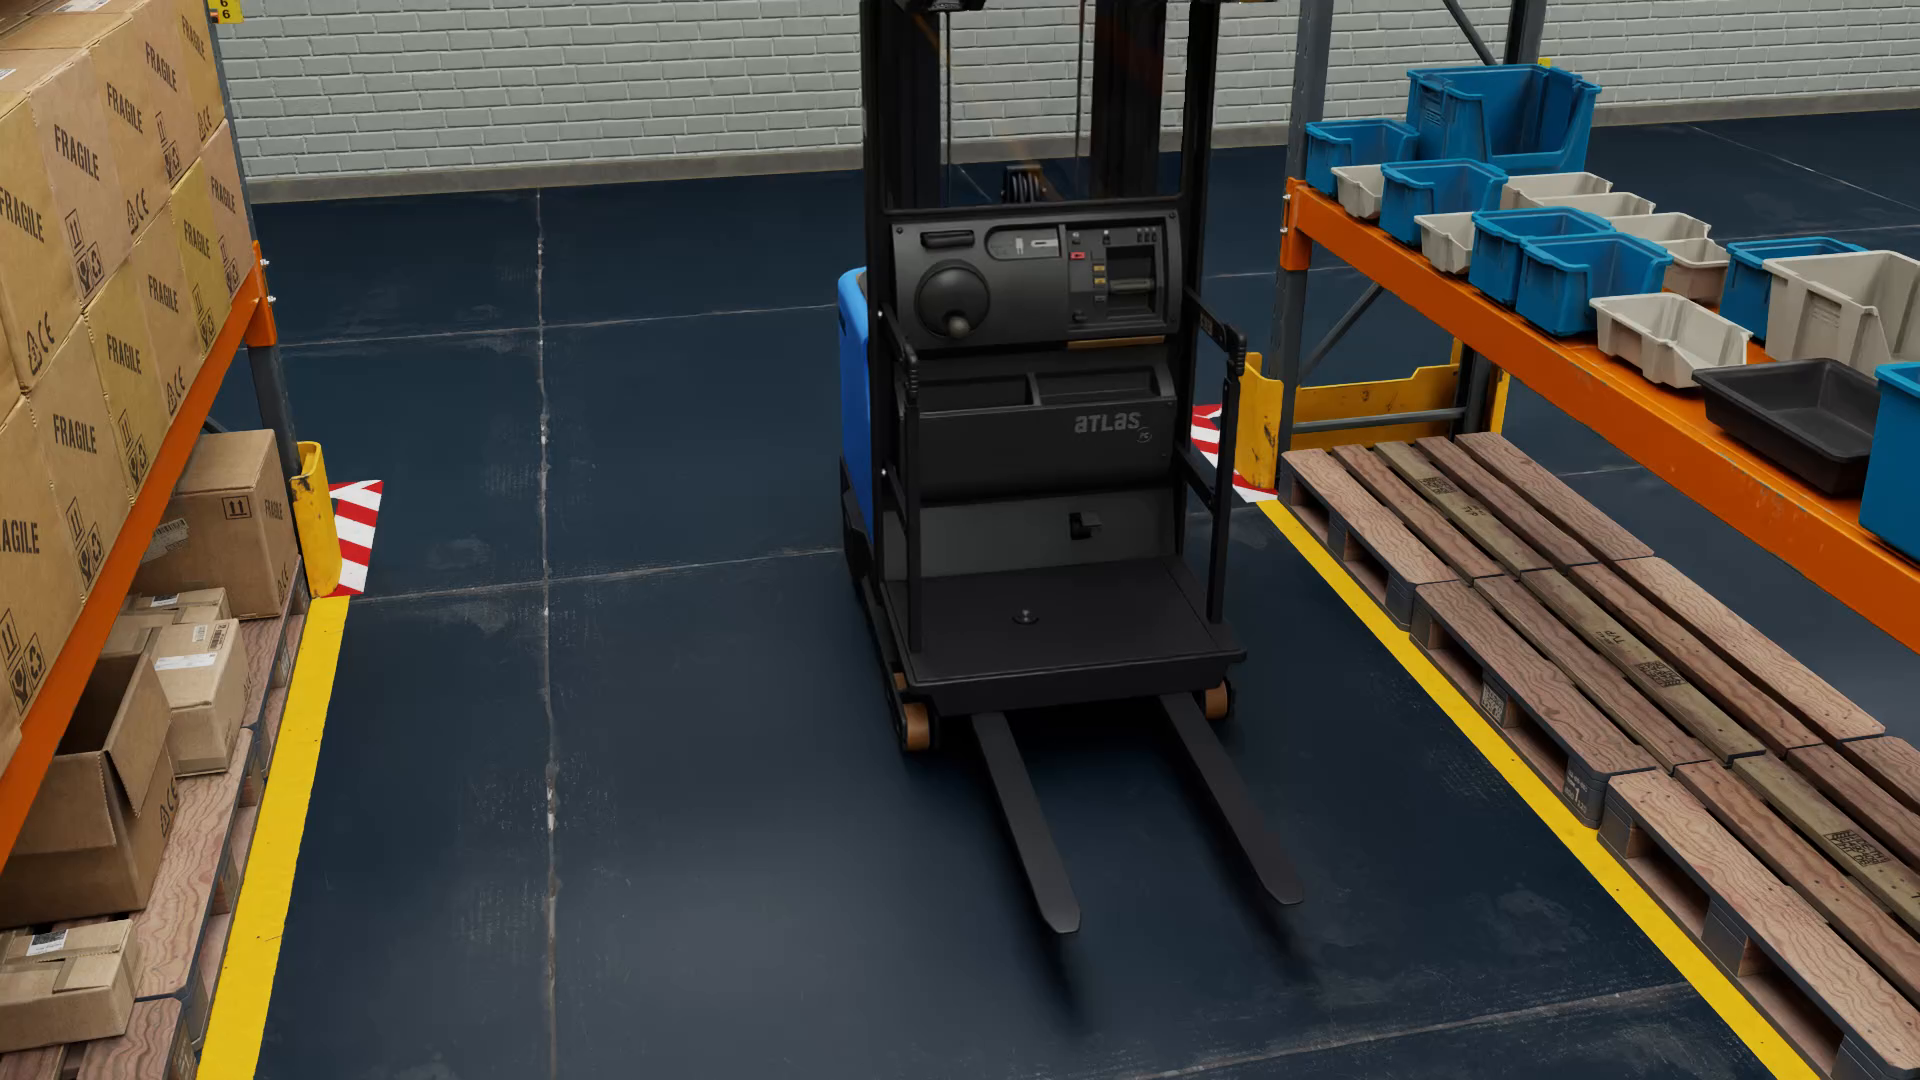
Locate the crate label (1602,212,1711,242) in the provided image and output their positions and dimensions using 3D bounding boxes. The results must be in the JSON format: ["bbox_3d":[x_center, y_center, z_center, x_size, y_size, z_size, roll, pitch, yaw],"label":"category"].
[{"bbox_3d":[2.321,-0.998,5.624,0.396,0.136,0.243,-6,27,-12],"label":"crate label"}]

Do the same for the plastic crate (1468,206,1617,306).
[{"bbox_3d":[1.855,-0.909,5.342,0.416,0.233,0.300,-6,27,-12],"label":"plastic crate"}]

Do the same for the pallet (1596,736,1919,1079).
[{"bbox_3d":[2.521,1.005,4.525,1.003,0.211,1.213,-6,27,-12],"label":"pallet"}]

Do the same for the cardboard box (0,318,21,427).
[{"bbox_3d":[-2.051,-0.373,2.939,0.500,0.500,0.500,-7,28,-13],"label":"cardboard box"}]

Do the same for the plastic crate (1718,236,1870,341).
[{"bbox_3d":[2.536,-0.754,5.033,0.416,0.233,0.300,-6,27,-12],"label":"plastic crate"}]

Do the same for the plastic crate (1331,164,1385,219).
[{"bbox_3d":[1.550,-1.295,6.213,0.250,0.136,0.298,-6,27,-12],"label":"plastic crate"}]

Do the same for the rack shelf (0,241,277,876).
[{"bbox_3d":[-2.553,0.023,4.173,1.077,0.370,4.000,-6,27,-12],"label":"rack shelf"}]

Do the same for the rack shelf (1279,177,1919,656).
[{"bbox_3d":[2.274,-0.478,5.166,1.077,0.370,4.000,-6,27,-12],"label":"rack shelf"}]

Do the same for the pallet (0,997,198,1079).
[{"bbox_3d":[-2.256,1.524,3.497,1.003,0.211,1.213,-6,27,-12],"label":"pallet"}]

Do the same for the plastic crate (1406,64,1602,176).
[{"bbox_3d":[2.081,-1.592,6.469,0.616,0.435,0.499,-6,27,-12],"label":"plastic crate"}]

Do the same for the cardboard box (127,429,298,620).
[{"bbox_3d":[-2.641,-0.043,5.791,0.500,0.500,0.500,-6,27,-12],"label":"cardboard box"}]

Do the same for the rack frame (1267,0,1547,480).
[{"bbox_3d":[1.823,-1.677,6.744,1.000,3.000,0.127,-6,27,-12],"label":"rack frame"}]

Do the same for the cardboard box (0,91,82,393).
[{"bbox_3d":[-2.166,-0.598,3.386,0.500,0.500,0.500,-7,28,-13],"label":"cardboard box"}]

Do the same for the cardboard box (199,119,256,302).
[{"bbox_3d":[-2.637,-1.051,5.393,0.500,0.500,0.500,-5,27,-10],"label":"cardboard box"}]

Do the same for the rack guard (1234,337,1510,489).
[{"bbox_3d":[1.805,-0.570,7.325,1.175,0.500,0.348,-6,27,-12],"label":"rack guard"}]

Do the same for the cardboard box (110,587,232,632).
[{"bbox_3d":[-2.637,0.293,5.496,0.380,0.166,0.250,-6,27,-12],"label":"cardboard box"}]

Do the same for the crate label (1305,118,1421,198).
[{"bbox_3d":[1.558,-1.487,6.487,0.416,0.233,0.303,-6,27,-12],"label":"crate label"}]

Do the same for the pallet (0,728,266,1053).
[{"bbox_3d":[-2.534,0.987,4.560,1.003,0.211,1.213,-6,27,-12],"label":"pallet"}]

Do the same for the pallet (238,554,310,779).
[{"bbox_3d":[-2.806,0.453,5.620,1.003,0.211,1.213,-6,27,-12],"label":"pallet"}]

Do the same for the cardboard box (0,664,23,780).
[{"bbox_3d":[-1.951,0.284,2.747,0.500,0.500,0.500,-5,27,-10],"label":"cardboard box"}]

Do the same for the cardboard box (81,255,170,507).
[{"bbox_3d":[-2.296,-0.383,4.069,0.500,0.500,0.500,-6,27,-12],"label":"cardboard box"}]

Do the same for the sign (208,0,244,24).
[{"bbox_3d":[-2.458,-1.881,5.513,0.100,0.325,0.005,-6,27,-12],"label":"sign"}]

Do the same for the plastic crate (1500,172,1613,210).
[{"bbox_3d":[2.184,-1.247,6.117,0.396,0.136,0.243,-6,27,-12],"label":"plastic crate"}]

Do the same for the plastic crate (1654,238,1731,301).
[{"bbox_3d":[2.406,-0.870,5.371,0.298,0.136,0.250,-6,27,-12],"label":"plastic crate"}]

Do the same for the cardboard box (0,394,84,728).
[{"bbox_3d":[-2.070,0.060,3.192,0.500,0.500,0.500,-5,27,-11],"label":"cardboard box"}]

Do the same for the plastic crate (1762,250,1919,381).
[{"bbox_3d":[2.560,-0.584,4.643,0.437,0.282,0.530,-6,27,-12],"label":"plastic crate"}]

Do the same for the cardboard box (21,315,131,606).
[{"bbox_3d":[-2.180,-0.160,3.627,0.500,0.500,0.500,-6,27,-12],"label":"cardboard box"}]

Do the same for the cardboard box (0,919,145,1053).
[{"bbox_3d":[-2.190,1.064,3.970,0.380,0.166,0.250,-6,27,-12],"label":"cardboard box"}]

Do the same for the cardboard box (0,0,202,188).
[{"bbox_3d":[-2.520,-1.278,4.732,0.500,0.500,0.500,-5,27,-10],"label":"cardboard box"}]

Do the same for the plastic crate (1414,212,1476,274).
[{"bbox_3d":[1.703,-0.997,5.623,0.250,0.136,0.298,-6,27,-12],"label":"plastic crate"}]

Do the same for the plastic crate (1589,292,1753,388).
[{"bbox_3d":[2.040,-0.564,4.765,0.293,0.136,0.466,-6,27,-12],"label":"plastic crate"}]

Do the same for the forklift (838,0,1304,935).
[{"bbox_3d":[0.292,-0.800,5.082,1.130,2.935,3.031,-5,27,-10],"label":"forklift"}]

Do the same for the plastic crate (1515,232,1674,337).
[{"bbox_3d":[1.923,-0.778,5.081,0.416,0.233,0.300,-6,27,-12],"label":"plastic crate"}]

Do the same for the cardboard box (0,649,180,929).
[{"bbox_3d":[-2.530,0.674,4.368,0.797,0.503,0.637,-6,27,-12],"label":"cardboard box"}]

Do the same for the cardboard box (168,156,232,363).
[{"bbox_3d":[-2.517,-0.824,4.943,0.500,0.500,0.500,-6,27,-11],"label":"cardboard box"}]

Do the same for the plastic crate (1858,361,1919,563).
[{"bbox_3d":[2.287,-0.111,3.592,0.392,0.384,0.575,-6,27,-12],"label":"plastic crate"}]

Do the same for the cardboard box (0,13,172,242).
[{"bbox_3d":[-2.399,-1.050,4.282,0.500,0.500,0.500,-5,27,-10],"label":"cardboard box"}]

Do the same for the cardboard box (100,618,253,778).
[{"bbox_3d":[-2.456,0.489,5.015,0.500,0.250,0.500,-6,27,-12],"label":"cardboard box"}]

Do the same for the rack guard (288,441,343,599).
[{"bbox_3d":[-2.986,-0.026,6.248,1.175,0.500,0.348,-6,27,-12],"label":"rack guard"}]

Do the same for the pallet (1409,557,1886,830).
[{"bbox_3d":[2.243,0.468,5.588,1.003,0.211,1.213,-6,27,-12],"label":"pallet"}]

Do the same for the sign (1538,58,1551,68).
[{"bbox_3d":[2.356,-1.813,6.832,0.100,0.325,0.005,-6,27,-12],"label":"sign"}]

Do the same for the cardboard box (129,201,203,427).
[{"bbox_3d":[-2.410,-0.604,4.508,0.500,0.500,0.500,-6,27,-11],"label":"cardboard box"}]

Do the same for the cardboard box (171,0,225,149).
[{"bbox_3d":[-2.635,-1.499,5.171,0.500,0.500,0.500,-6,27,-12],"label":"cardboard box"}]

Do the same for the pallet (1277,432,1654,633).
[{"bbox_3d":[1.971,-0.066,6.647,1.003,0.211,1.213,-6,27,-12],"label":"pallet"}]

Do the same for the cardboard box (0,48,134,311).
[{"bbox_3d":[-2.283,-0.825,3.835,0.500,0.500,0.500,-5,27,-10],"label":"cardboard box"}]

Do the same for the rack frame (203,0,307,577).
[{"bbox_3d":[-3.003,-1.176,5.750,1.000,3.000,0.127,-6,27,-12],"label":"rack frame"}]

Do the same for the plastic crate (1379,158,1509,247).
[{"bbox_3d":[1.707,-1.198,5.914,0.416,0.233,0.300,-6,27,-12],"label":"plastic crate"}]

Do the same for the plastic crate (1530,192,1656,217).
[{"bbox_3d":[2.235,-1.118,5.862,0.396,0.136,0.243,-6,27,-12],"label":"plastic crate"}]

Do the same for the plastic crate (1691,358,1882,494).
[{"bbox_3d":[2.211,-0.289,4.233,0.437,0.125,0.590,-6,27,-12],"label":"plastic crate"}]
